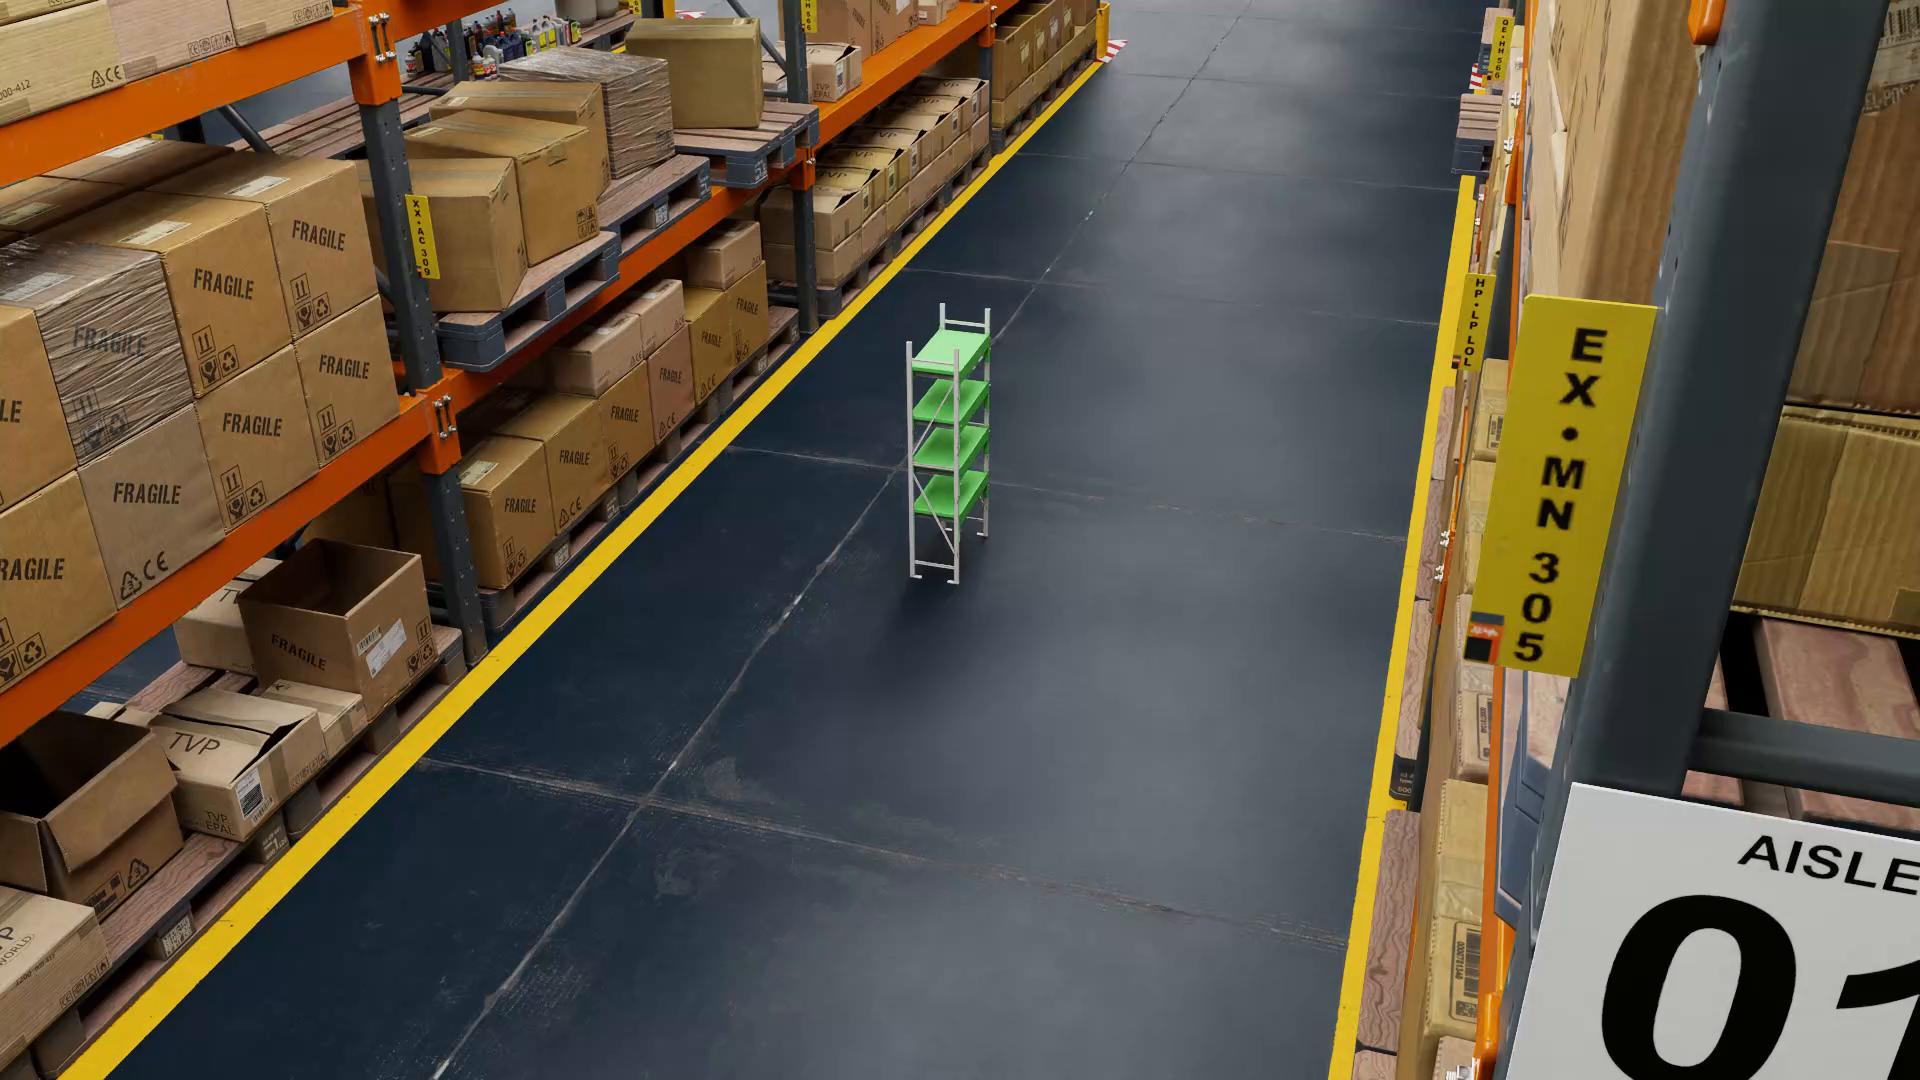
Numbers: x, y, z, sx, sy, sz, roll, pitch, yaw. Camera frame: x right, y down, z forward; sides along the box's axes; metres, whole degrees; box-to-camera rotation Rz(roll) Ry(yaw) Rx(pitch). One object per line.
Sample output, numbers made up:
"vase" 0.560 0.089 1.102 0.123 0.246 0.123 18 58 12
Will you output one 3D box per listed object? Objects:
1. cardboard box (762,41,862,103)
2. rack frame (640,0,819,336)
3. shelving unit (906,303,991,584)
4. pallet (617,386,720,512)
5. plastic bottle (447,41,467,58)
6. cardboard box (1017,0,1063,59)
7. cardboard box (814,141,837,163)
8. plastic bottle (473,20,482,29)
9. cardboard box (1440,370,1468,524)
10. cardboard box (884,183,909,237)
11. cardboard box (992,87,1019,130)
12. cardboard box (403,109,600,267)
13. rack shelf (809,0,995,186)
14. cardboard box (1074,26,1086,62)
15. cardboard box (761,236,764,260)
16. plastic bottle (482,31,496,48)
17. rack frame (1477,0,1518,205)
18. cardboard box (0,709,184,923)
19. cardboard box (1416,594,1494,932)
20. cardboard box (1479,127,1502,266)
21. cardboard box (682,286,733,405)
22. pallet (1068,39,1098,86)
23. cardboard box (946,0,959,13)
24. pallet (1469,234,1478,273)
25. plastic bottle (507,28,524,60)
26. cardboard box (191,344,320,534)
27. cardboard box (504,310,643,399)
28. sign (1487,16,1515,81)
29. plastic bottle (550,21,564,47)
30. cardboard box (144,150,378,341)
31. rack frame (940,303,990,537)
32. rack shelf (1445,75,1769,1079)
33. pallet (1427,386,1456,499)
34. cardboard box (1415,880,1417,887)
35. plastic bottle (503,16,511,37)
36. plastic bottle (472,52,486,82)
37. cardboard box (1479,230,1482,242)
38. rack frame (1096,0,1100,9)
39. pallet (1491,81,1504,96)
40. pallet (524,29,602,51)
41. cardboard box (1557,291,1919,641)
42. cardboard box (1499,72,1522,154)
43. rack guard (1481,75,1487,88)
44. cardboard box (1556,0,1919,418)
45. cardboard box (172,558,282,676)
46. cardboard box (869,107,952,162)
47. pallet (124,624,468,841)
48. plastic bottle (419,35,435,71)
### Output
"cardboard box" -0.955 -3.060 10.756 0.500 0.311 0.500 8 30 14
"rack frame" -1.402 -2.710 10.037 1.000 3.000 0.127 8 30 15
"shelving unit" -0.049 -0.447 7.820 0.258 1.200 0.503 8 30 15
"pallet" -2.018 -0.585 9.085 1.003 0.211 1.213 8 30 15
"plastic bottle" -4.843 -4.700 15.963 0.152 0.276 0.135 8 30 15
"cardboard box" 0.645 -4.747 15.323 0.500 0.500 0.500 8 30 15
"cardboard box" -1.187 -2.693 11.824 0.500 0.311 0.500 8 30 15
"plastic bottle" -4.808 -5.039 16.576 0.097 0.271 0.097 0 29 0
"cardboard box" 2.730 -0.520 7.879 0.750 0.750 0.750 8 30 15
"cardboard box" -0.674 -2.370 11.821 0.500 0.250 0.500 8 30 14
"cardboard box" 0.198 -3.724 14.254 0.500 0.250 0.500 8 30 15
"cardboard box" -2.082 -1.596 7.498 0.700 0.500 0.500 13 32 23
"rack shelf" -0.815 -3.326 11.882 1.077 0.370 4.000 8 30 15
"cardboard box" 0.936 -4.885 16.342 0.500 0.250 0.500 8 30 15
"cardboard box" -1.481 -1.972 11.105 0.500 0.250 0.500 9 30 16
"plastic bottle" -4.467 -4.649 15.794 0.144 0.351 0.185 8 30 15
"rack frame" 4.508 -3.864 12.111 1.000 3.000 0.127 8 30 15
"cardboard box" -3.123 0.921 5.624 0.797 0.503 0.637 8 30 15
"cardboard box" 1.562 0.650 3.687 0.980 0.700 0.700 7 30 12
"cardboard box" 2.638 -1.526 7.478 0.500 0.500 0.500 8 30 15
"cardboard box" -1.605 -1.102 9.264 0.500 0.500 0.500 7 30 13
"pallet" 0.761 -4.848 16.748 1.003 0.211 1.213 8 30 15
"cardboard box" -0.331 -4.269 12.992 0.500 0.250 0.500 10 31 18
"pallet" 3.925 -1.715 11.115 1.003 0.211 1.213 8 30 15
"plastic bottle" -4.273 -4.716 15.915 0.144 0.351 0.185 7 30 13
"cardboard box" -2.628 -0.387 5.757 0.500 0.500 0.500 9 30 16
"cardboard box" -1.908 -0.934 8.191 0.500 0.250 0.500 9 30 15
"sign" 2.813 -2.550 8.638 0.100 0.325 0.005 8 30 15
"plastic bottle" -4.049 -5.045 16.583 0.152 0.276 0.135 8 30 13
"cardboard box" -2.477 -1.060 5.939 0.500 0.500 0.500 9 30 15
"rack frame" 0.023 -0.561 8.024 0.240 1.200 0.015 8 30 15
"rack shelf" 1.573 -0.213 3.203 1.077 0.370 4.000 8 30 15
"pallet" 3.031 -0.431 8.808 1.003 0.211 1.213 8 30 15
"cardboard box" 1.568 0.945 4.938 0.380 0.149 0.250 10 30 17
"plastic bottle" -4.649 -5.260 17.046 0.097 0.201 0.097 0 29 0
"plastic bottle" -4.450 -4.363 15.362 0.097 0.271 0.097 0 29 0
"cardboard box" 2.775 -1.557 8.201 0.380 0.149 0.250 9 30 16
"rack frame" 0.946 -6.428 16.720 1.000 3.000 0.127 8 30 15
"pallet" 3.876 -2.847 10.480 1.003 0.211 1.213 8 30 15
"pallet" -4.369 -4.934 16.903 1.003 0.211 1.213 8 30 15
"cardboard box" 0.947 -0.138 1.947 0.500 0.250 0.500 9 30 16
"cardboard box" 2.654 -1.858 7.304 0.500 0.250 0.500 9 30 15
"rack guard" 5.660 -4.595 15.997 1.175 0.500 0.348 8 30 15
"cardboard box" 0.940 -0.467 1.766 0.500 0.500 0.500 8 30 15
"cardboard box" -2.906 0.295 6.947 0.500 0.311 0.500 8 30 15
"cardboard box" -0.369 -3.093 12.544 0.500 0.311 0.500 8 30 15
"pallet" -2.779 0.686 6.800 1.003 0.211 1.213 8 30 15
"plastic bottle" -5.049 -4.653 15.801 0.144 0.351 0.185 8 30 14
